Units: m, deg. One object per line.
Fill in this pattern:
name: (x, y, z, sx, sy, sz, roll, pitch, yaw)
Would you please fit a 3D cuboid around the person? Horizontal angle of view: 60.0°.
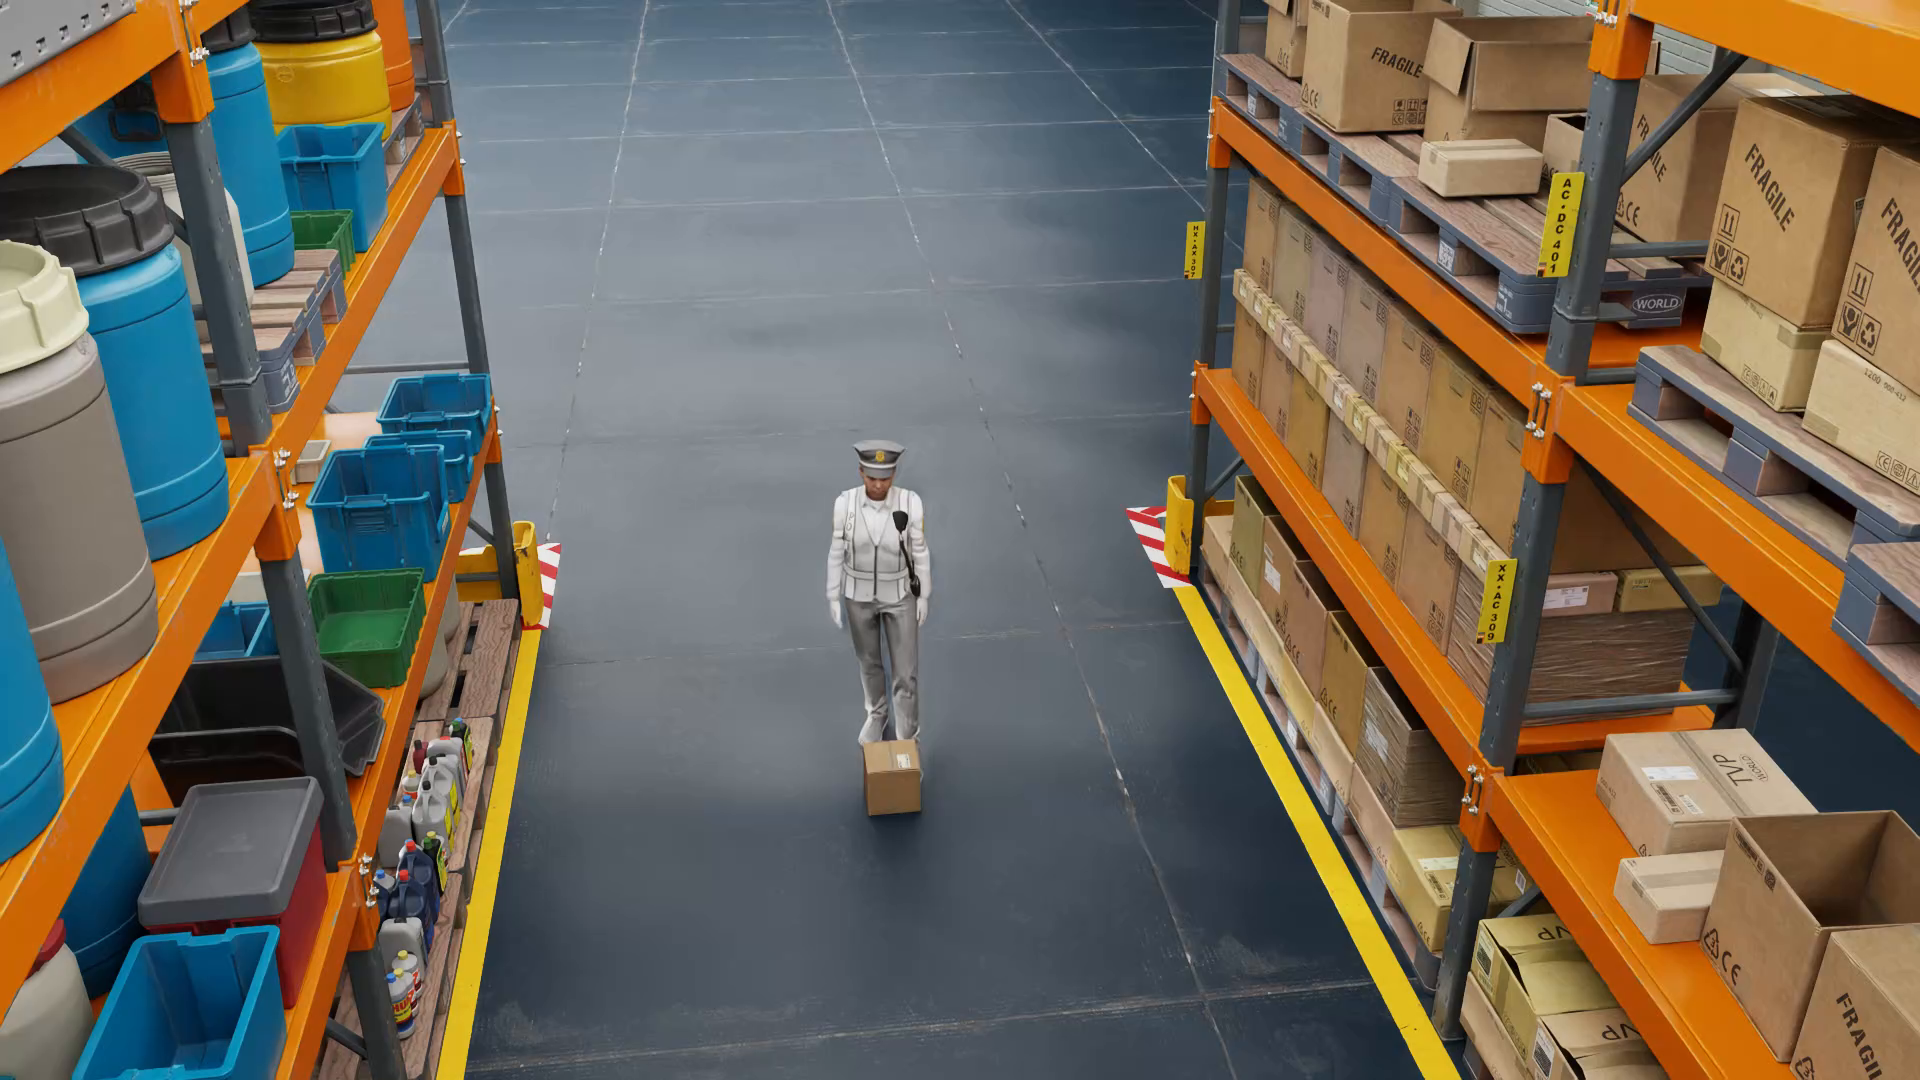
person: (-0.404, 0.322, 7.961, 0.504, 1.673, 0.590, 2, 27, 4)
